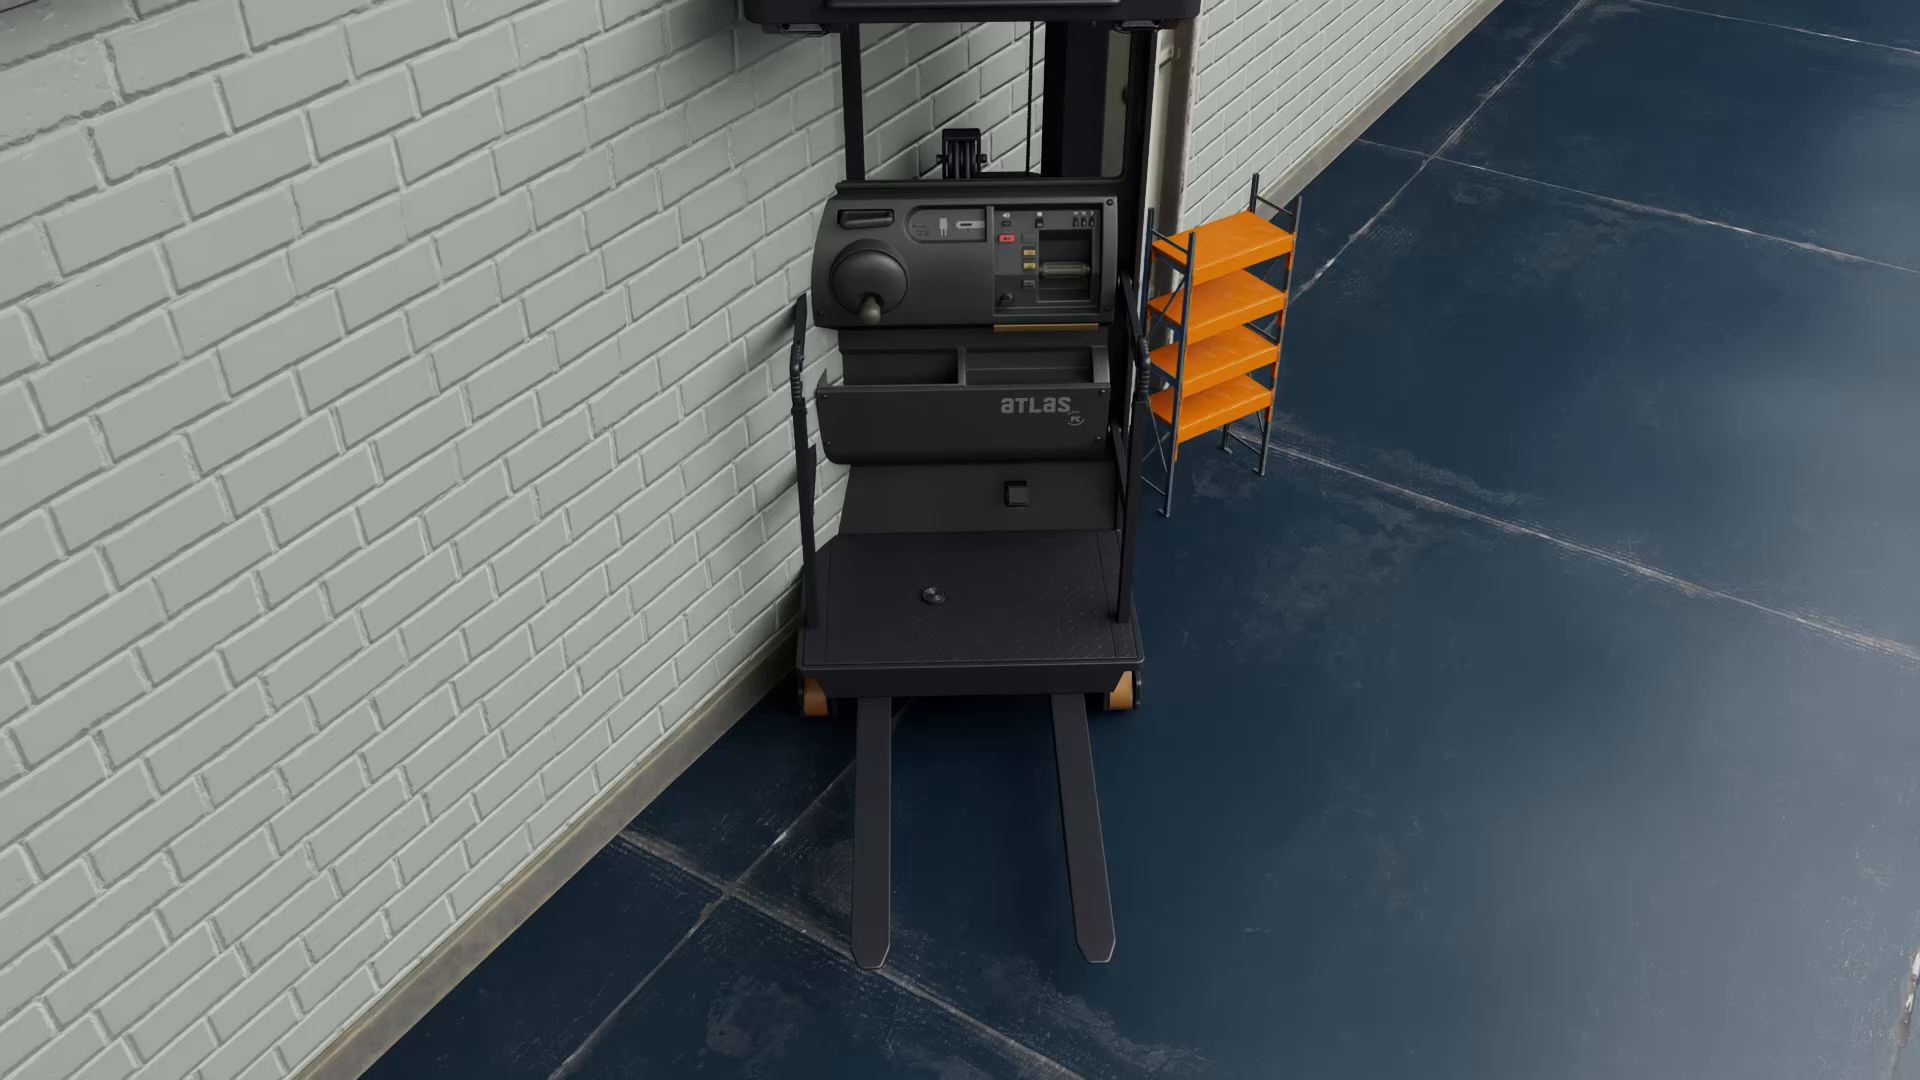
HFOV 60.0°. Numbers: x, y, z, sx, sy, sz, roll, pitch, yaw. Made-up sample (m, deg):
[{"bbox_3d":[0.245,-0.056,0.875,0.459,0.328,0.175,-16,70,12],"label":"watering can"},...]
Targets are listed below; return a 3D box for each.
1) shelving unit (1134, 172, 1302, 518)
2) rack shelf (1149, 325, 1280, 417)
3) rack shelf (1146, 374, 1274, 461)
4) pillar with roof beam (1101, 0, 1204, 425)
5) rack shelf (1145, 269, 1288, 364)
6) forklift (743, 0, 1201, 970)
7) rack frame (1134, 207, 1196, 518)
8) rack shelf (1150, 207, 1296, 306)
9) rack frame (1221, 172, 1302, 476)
[{"bbox_3d":[0.929,-0.706,6.184,0.503,1.200,0.258,-23,43,-27],"label":"shelving unit"},{"bbox_3d":[0.929,-0.653,6.225,0.480,0.148,0.258,-23,43,-27],"label":"rack shelf"},{"bbox_3d":[0.929,-0.496,6.346,0.480,0.148,0.258,-23,43,-27],"label":"rack shelf"},{"bbox_3d":[4.296,-2.768,2.469,9.100,9.000,0.400,21,42,25],"label":"pillar with roof beam"},{"bbox_3d":[0.929,-0.830,6.088,0.480,0.148,0.258,-23,43,-27],"label":"rack shelf"},{"bbox_3d":[0.019,-0.778,4.858,1.130,2.935,3.031,-1,38,-1],"label":"forklift"},{"bbox_3d":[0.728,-0.622,6.075,0.015,1.200,0.240,-23,43,-27],"label":"rack frame"},{"bbox_3d":[0.929,-1.018,5.944,0.480,0.148,0.258,-23,43,-27],"label":"rack shelf"},{"bbox_3d":[1.130,-0.791,6.293,0.015,1.200,0.240,-23,43,-27],"label":"rack frame"}]
